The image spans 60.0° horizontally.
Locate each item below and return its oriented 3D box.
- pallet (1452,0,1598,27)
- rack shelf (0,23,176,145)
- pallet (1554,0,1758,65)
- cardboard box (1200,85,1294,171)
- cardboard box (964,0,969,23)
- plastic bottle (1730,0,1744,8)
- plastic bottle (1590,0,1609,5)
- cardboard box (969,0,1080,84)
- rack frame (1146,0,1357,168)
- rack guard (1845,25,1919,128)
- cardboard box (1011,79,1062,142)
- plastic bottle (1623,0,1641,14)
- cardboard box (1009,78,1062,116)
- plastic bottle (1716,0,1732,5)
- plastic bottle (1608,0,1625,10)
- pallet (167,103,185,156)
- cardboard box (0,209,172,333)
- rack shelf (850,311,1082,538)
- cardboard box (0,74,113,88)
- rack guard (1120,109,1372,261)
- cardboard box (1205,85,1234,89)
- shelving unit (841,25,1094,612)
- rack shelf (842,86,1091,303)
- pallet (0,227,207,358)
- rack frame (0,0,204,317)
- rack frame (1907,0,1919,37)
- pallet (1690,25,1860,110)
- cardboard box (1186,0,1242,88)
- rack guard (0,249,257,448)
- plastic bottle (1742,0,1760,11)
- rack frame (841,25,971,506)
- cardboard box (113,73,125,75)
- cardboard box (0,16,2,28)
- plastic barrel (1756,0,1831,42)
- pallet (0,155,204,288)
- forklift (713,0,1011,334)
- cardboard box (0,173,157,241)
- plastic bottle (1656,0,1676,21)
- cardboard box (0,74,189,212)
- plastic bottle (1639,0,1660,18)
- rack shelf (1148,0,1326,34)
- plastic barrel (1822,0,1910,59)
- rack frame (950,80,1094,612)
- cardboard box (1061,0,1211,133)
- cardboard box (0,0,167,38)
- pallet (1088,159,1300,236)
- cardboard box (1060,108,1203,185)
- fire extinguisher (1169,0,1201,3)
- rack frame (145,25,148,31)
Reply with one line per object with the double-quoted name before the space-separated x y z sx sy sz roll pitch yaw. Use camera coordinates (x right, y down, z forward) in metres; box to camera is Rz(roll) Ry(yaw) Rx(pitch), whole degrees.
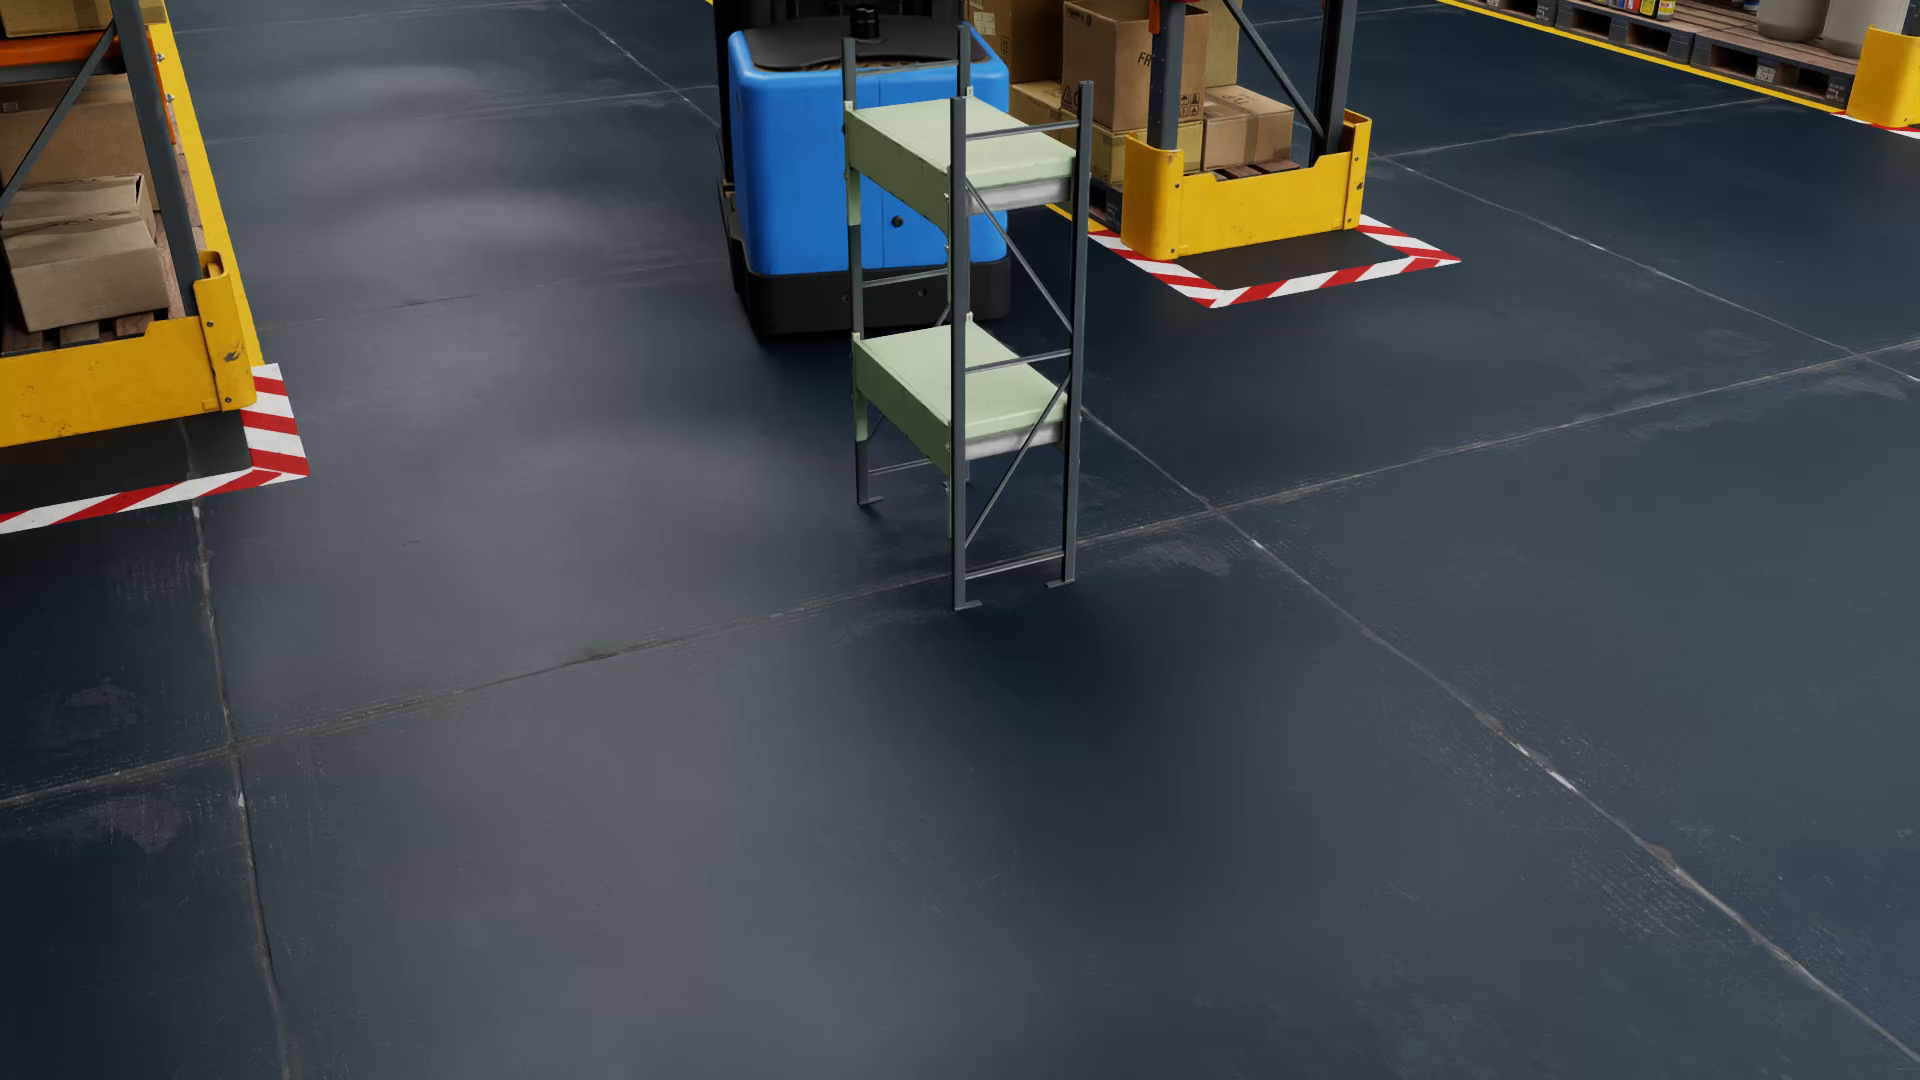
"pallet" 4.324 -4.050 12.257 1.003 0.211 1.213 -13 32 -22
"rack shelf" -4.016 -2.295 7.011 1.077 0.370 4.000 -13 32 -22
"pallet" 4.851 -3.511 11.295 1.003 0.211 1.213 -13 32 -22
"cardboard box" 1.285 -2.034 8.193 0.500 0.250 0.500 -13 32 -22
"cardboard box" 0.160 -2.912 8.991 0.500 0.500 0.500 -13 32 -22
"plastic bottle" 5.249 -3.688 11.172 0.097 0.201 0.097 0 29 0
"plastic bottle" 4.388 -3.811 11.239 0.144 0.351 0.185 -12 31 -20
"cardboard box" 0.373 -2.691 8.597 0.500 0.500 0.500 -13 32 -22
"rack frame" 1.315 -2.767 7.117 1.000 3.000 0.127 -13 32 -22
"rack guard" 5.715 -2.738 9.622 1.175 0.500 0.348 -13 32 -22
"cardboard box" 0.592 -2.144 8.388 0.500 0.250 0.500 -13 32 -22
"plastic bottle" 4.522 -3.645 11.019 0.152 0.276 0.135 -13 32 -22
"cardboard box" 0.376 -2.364 8.781 0.500 0.250 0.500 -13 32 -22
"plastic bottle" 5.212 -3.782 11.256 0.061 0.283 0.133 -13 32 -21
"plastic bottle" 4.463 -3.707 11.128 0.152 0.276 0.135 -14 32 -23
"pallet" -4.555 -1.986 8.576 1.003 0.211 1.213 -13 32 -22
"cardboard box" -3.373 -1.069 6.388 0.500 0.311 0.500 -17 33 -28
"rack shelf" 0.003 -0.367 5.037 0.431 0.370 0.720 -13 32 -22
"cardboard box" -4.393 -2.143 8.111 0.500 0.500 0.500 -16 33 -26
"rack guard" 1.325 -1.666 7.710 1.175 0.500 0.348 -13 32 -22
"cardboard box" 1.067 -2.254 8.585 0.500 0.250 0.500 -13 32 -22
"shelving unit" 0.003 -0.651 4.878 0.431 1.500 0.755 -13 32 -22
"rack shelf" 0.003 -0.992 4.687 0.431 0.370 0.720 -13 32 -22
"pallet" -3.507 -0.908 6.654 1.003 0.211 1.213 -13 32 -22
"rack frame" -3.158 -1.725 5.259 1.000 3.000 0.127 -13 32 -22
"rack frame" 5.790 -3.805 8.969 1.000 3.000 0.127 -13 32 -22
"pallet" 5.371 -2.972 10.335 1.003 0.211 1.213 -13 32 -22
"cardboard box" 1.069 -2.582 8.402 0.500 0.500 0.500 -13 32 -22
"rack guard" -3.190 -0.668 5.930 1.175 0.500 0.348 -13 32 -22
"plastic bottle" 5.293 -3.673 11.074 0.097 0.271 0.097 0 29 0
"rack frame" -0.154 -0.813 5.166 0.400 1.500 0.023 -13 32 -22
"cardboard box" -5.206 -2.915 9.488 0.700 0.500 0.500 -12 31 -20
"cardboard box" -3.533 -1.834 5.587 0.500 0.250 0.500 -13 32 -21
"plastic barrel" 5.223 -3.399 10.359 0.421 0.512 0.421 0 29 0
"pallet" -4.027 -1.447 7.614 1.003 0.211 1.213 -13 32 -22
"forklift" -0.570 -2.792 7.233 1.130 2.935 3.031 -5 30 -9
"cardboard box" -3.618 -1.320 6.837 0.500 0.311 0.500 -10 31 -18
"plastic bottle" 4.606 -3.496 10.828 0.097 0.201 0.097 0 29 0
"cardboard box" -3.888 -1.737 7.387 0.700 0.500 0.500 -15 33 -25
"plastic bottle" 4.539 -3.579 10.893 0.061 0.283 0.133 -12 32 -21
"rack shelf" 0.456 -3.336 8.869 1.077 0.370 4.000 -13 32 -22
"plastic barrel" 5.438 -3.178 9.964 0.421 0.512 0.421 0 29 0
"rack frame" 0.160 -0.490 4.590 0.400 1.500 0.023 -13 32 -22
"cardboard box" 0.816 -2.252 7.814 0.500 0.500 0.500 -13 32 -22
"cardboard box" -3.080 -1.950 5.794 0.500 0.250 0.500 -14 32 -23
"pallet" 0.949 -1.879 8.386 1.003 0.211 1.213 -13 32 -22
"cardboard box" 0.818 -1.925 7.999 0.500 0.250 0.500 -13 32 -22
"fire extinguisher" 0.946 -2.583 6.869 0.296 0.674 0.183 -13 32 -22
"rack frame" -4.875 -3.492 8.410 1.000 3.000 0.127 -13 32 -22
